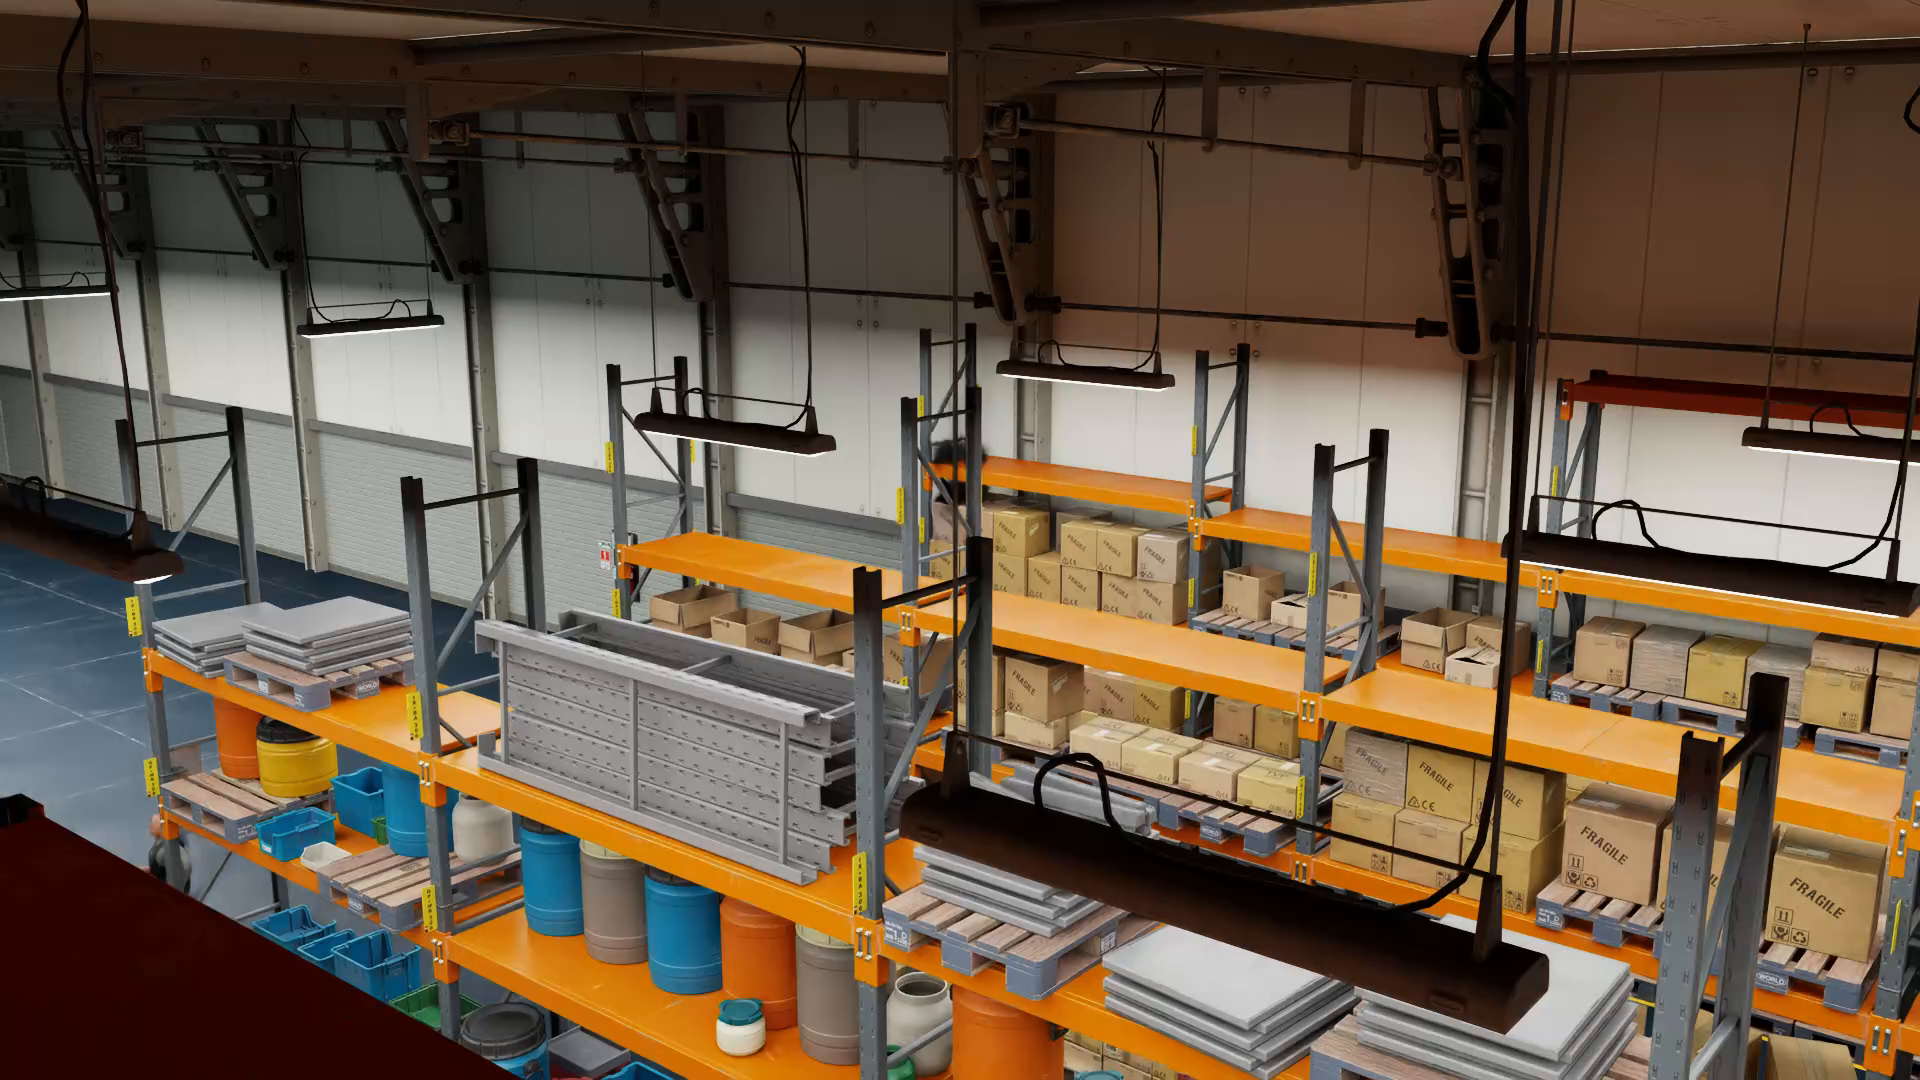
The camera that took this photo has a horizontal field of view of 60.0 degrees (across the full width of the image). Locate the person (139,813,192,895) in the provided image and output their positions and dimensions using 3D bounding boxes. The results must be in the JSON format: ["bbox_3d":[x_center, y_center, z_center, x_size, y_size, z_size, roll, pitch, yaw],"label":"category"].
[{"bbox_3d":[-7.982,3.541,16.716,0.602,1.685,0.655,-5,14,-22],"label":"person"}]
